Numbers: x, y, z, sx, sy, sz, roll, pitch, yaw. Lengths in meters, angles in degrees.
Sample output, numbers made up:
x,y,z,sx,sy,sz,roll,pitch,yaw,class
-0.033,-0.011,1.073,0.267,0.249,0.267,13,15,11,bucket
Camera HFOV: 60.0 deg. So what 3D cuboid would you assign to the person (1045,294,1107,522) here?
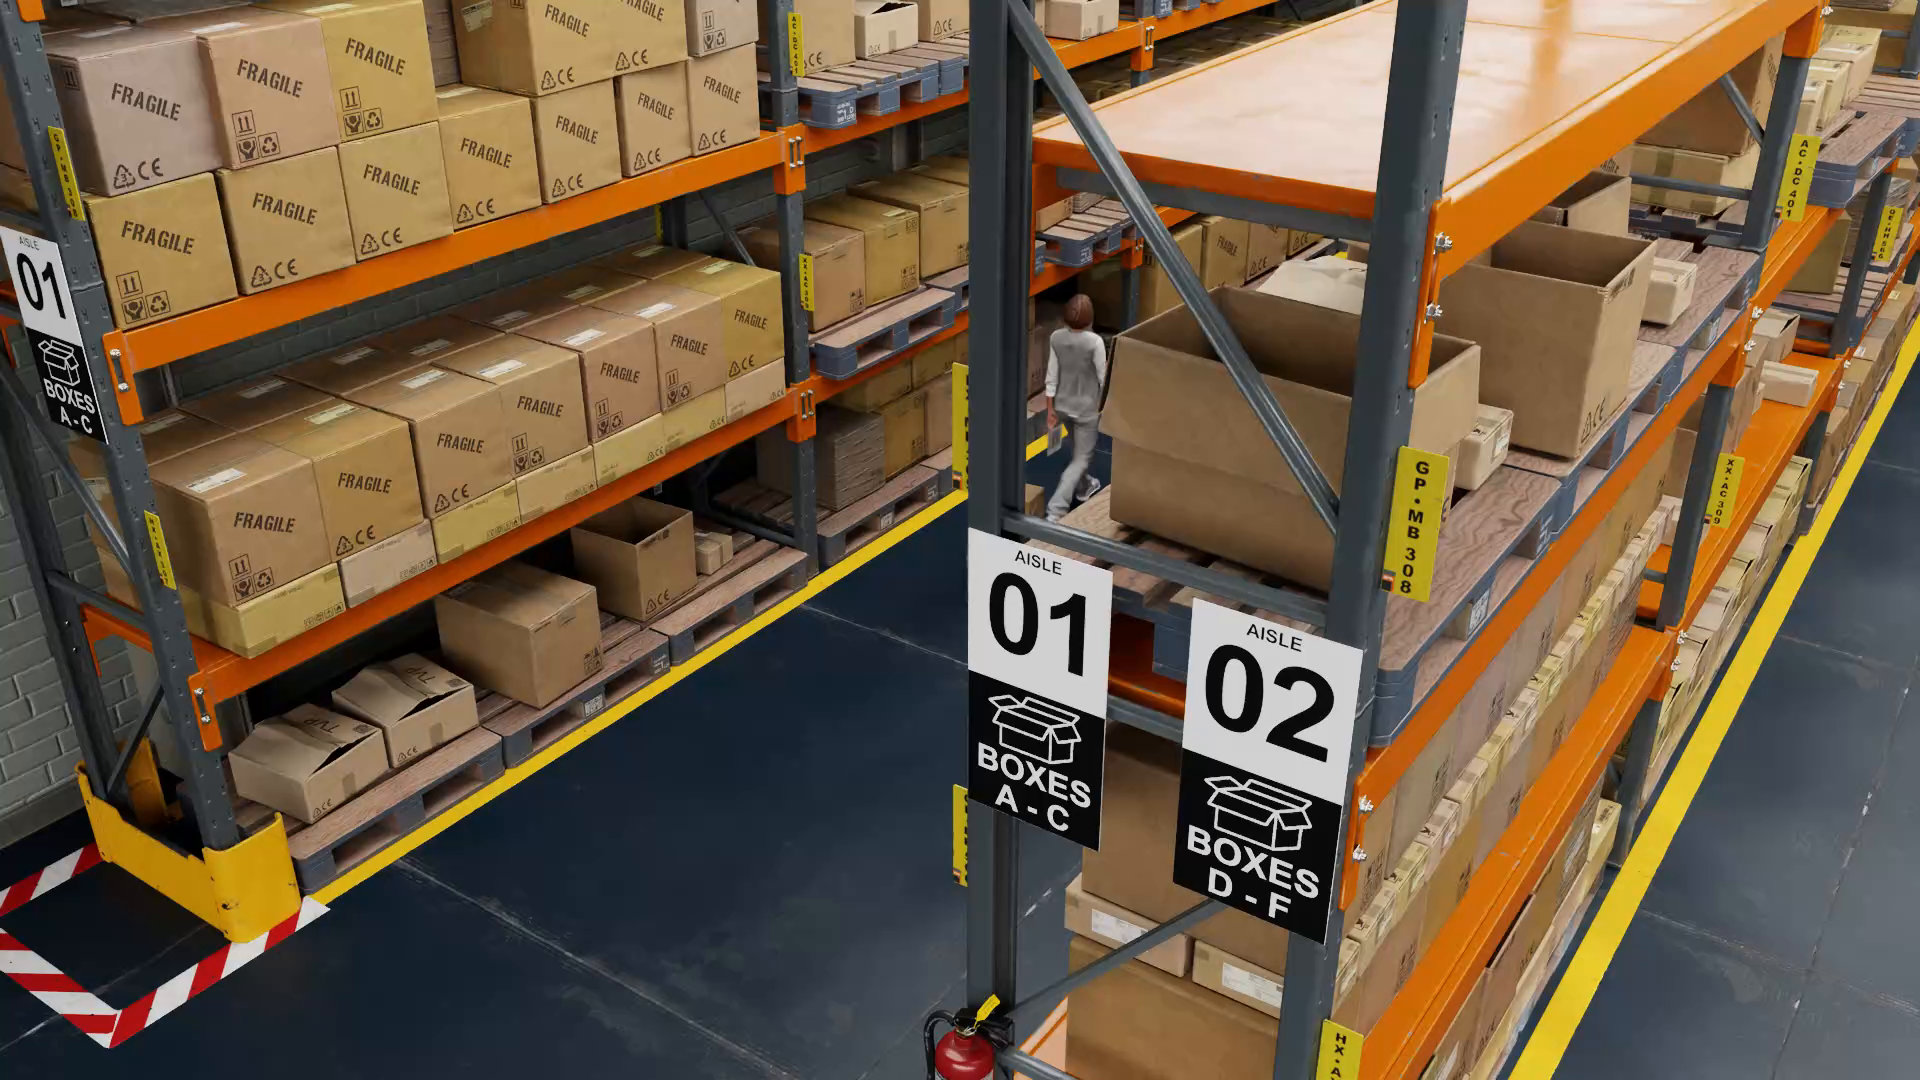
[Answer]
x,y,z,sx,sy,sz,roll,pitch,yaw,class
0.772,-0.860,10.779,0.409,1.545,0.922,17,32,29,person
